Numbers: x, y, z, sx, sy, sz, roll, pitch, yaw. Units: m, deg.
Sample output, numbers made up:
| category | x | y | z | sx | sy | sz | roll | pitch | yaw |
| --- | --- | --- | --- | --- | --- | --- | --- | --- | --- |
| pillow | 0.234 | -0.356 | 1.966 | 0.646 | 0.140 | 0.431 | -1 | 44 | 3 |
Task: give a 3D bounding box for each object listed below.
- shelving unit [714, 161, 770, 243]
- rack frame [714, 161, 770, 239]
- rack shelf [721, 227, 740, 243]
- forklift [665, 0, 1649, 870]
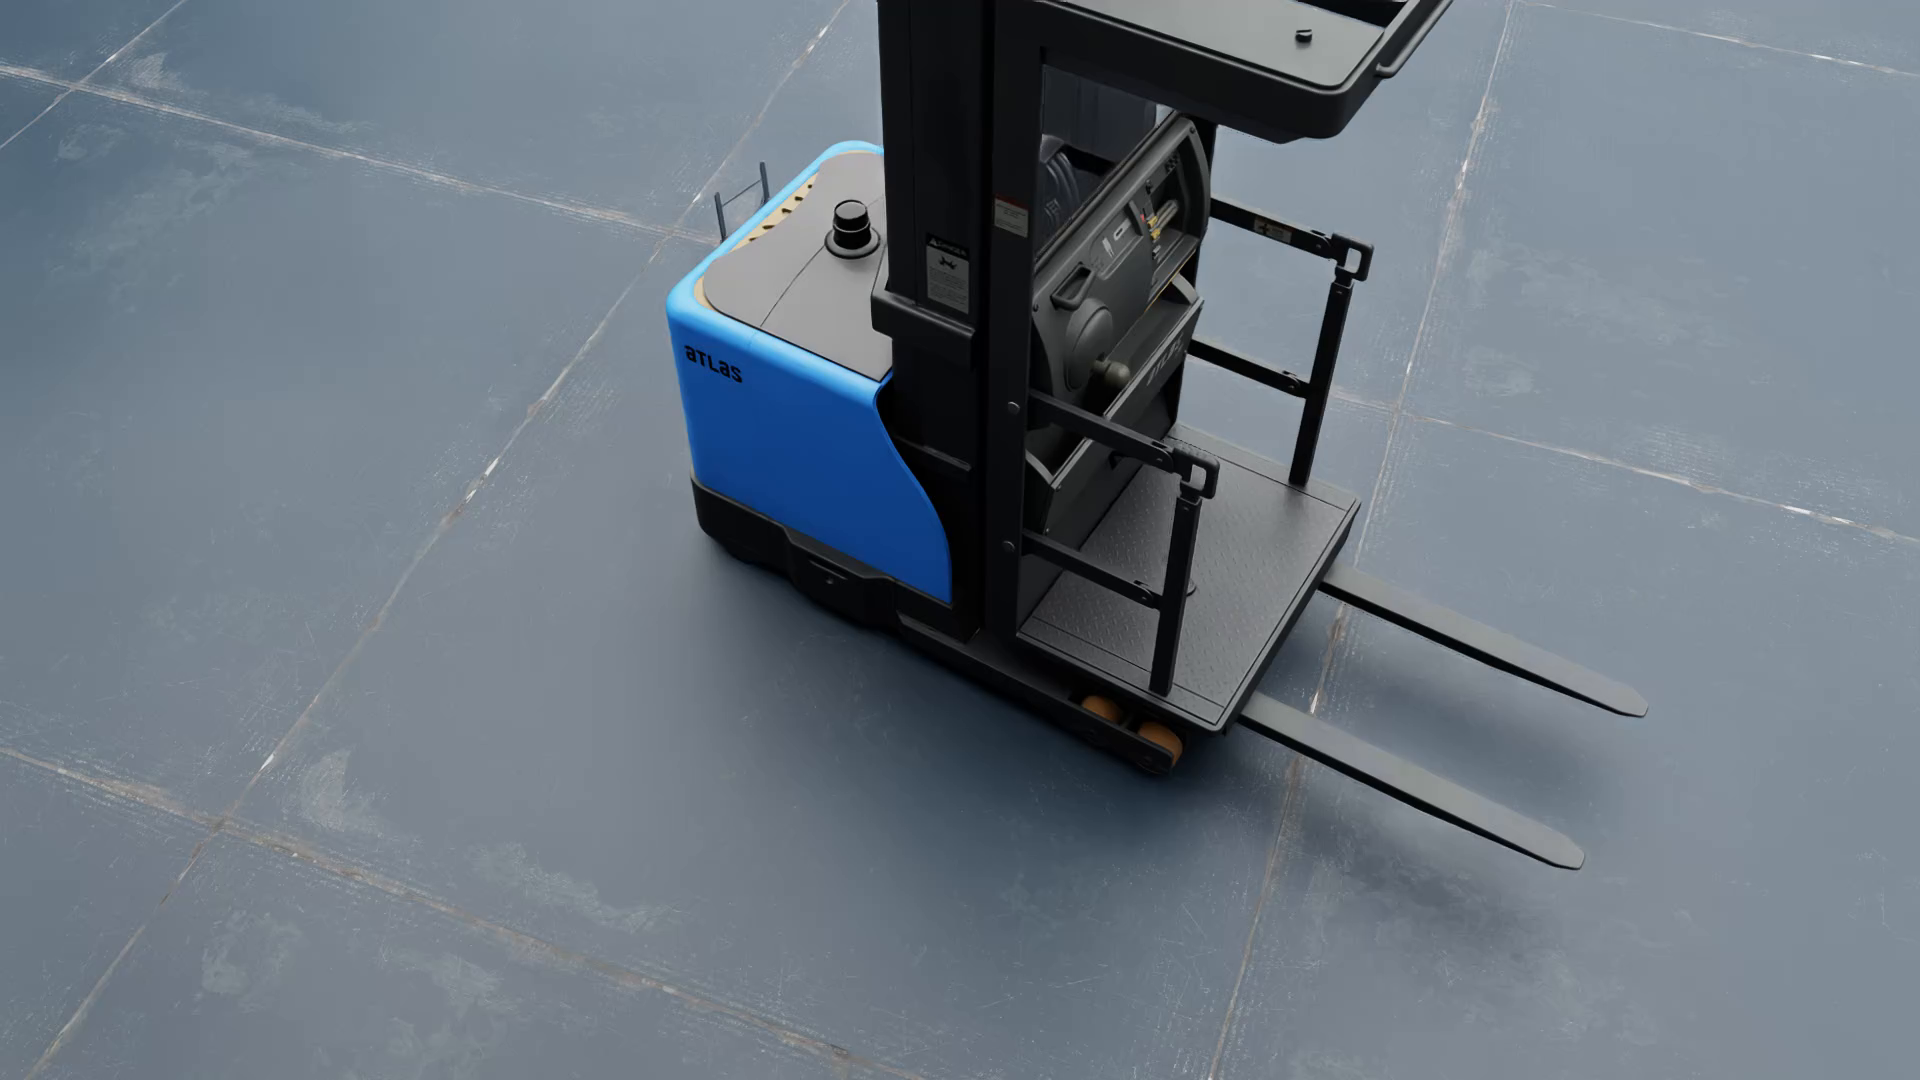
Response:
| category | x | y | z | sx | sy | sz | roll | pitch | yaw |
| --- | --- | --- | --- | --- | --- | --- | --- | --- | --- |
| shelving unit | -0.651 | -0.876 | 5.907 | 0.210 | 0.900 | 0.258 | 30 | 55 | 27 |
| rack frame | -0.729 | -0.921 | 5.953 | 0.006 | 0.900 | 0.240 | 30 | 55 | 27 |
| rack shelf | -0.659 | -1.036 | 5.733 | 0.200 | 0.077 | 0.258 | 30 | 55 | 27 |
| forklift | 0.622 | -0.705 | 4.422 | 3.031 | 2.935 | 1.130 | 25 | 54 | 20 |
